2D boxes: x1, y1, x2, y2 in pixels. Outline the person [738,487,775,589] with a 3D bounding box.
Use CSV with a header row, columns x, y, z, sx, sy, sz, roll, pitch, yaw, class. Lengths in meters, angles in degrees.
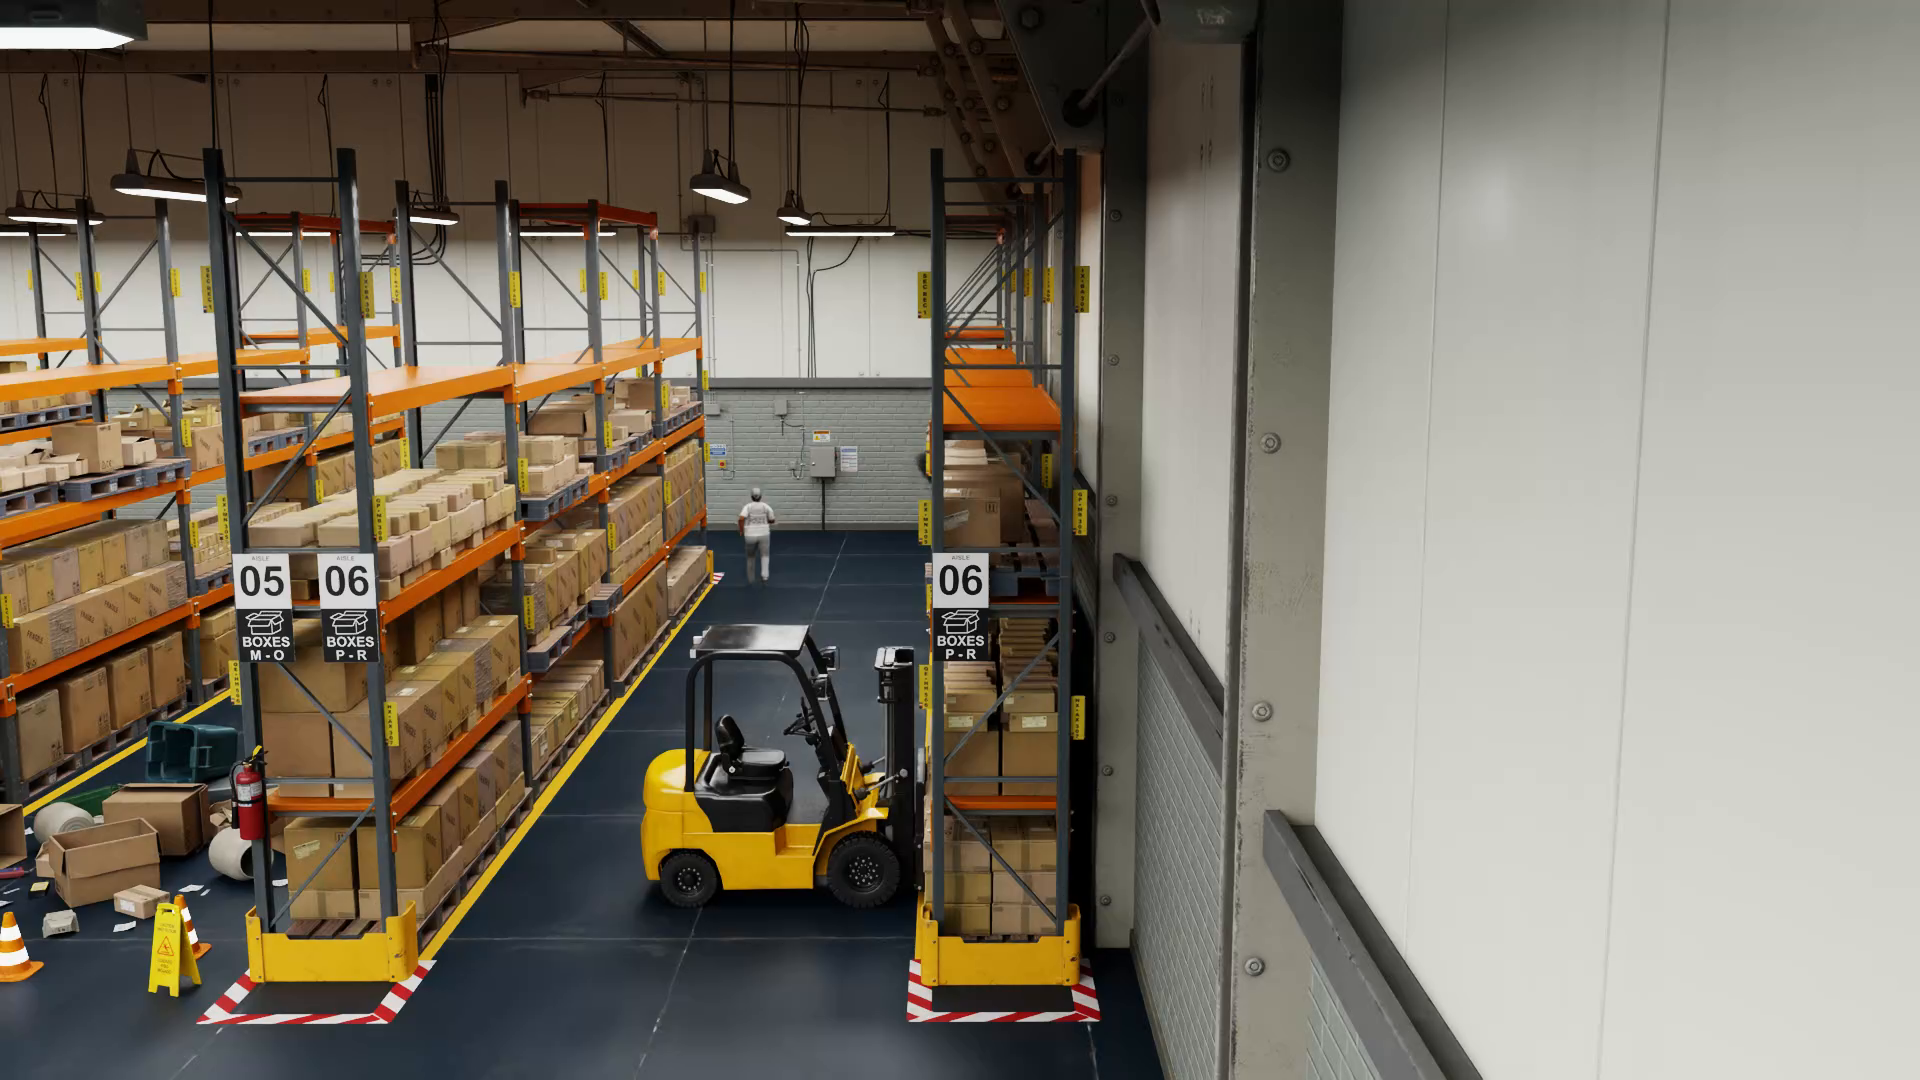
x,y,z,sx,sy,sz,roll,pitch,yaw,class
-3.282,-0.022,26.849,0.609,1.649,0.888,-2,9,-10,person
